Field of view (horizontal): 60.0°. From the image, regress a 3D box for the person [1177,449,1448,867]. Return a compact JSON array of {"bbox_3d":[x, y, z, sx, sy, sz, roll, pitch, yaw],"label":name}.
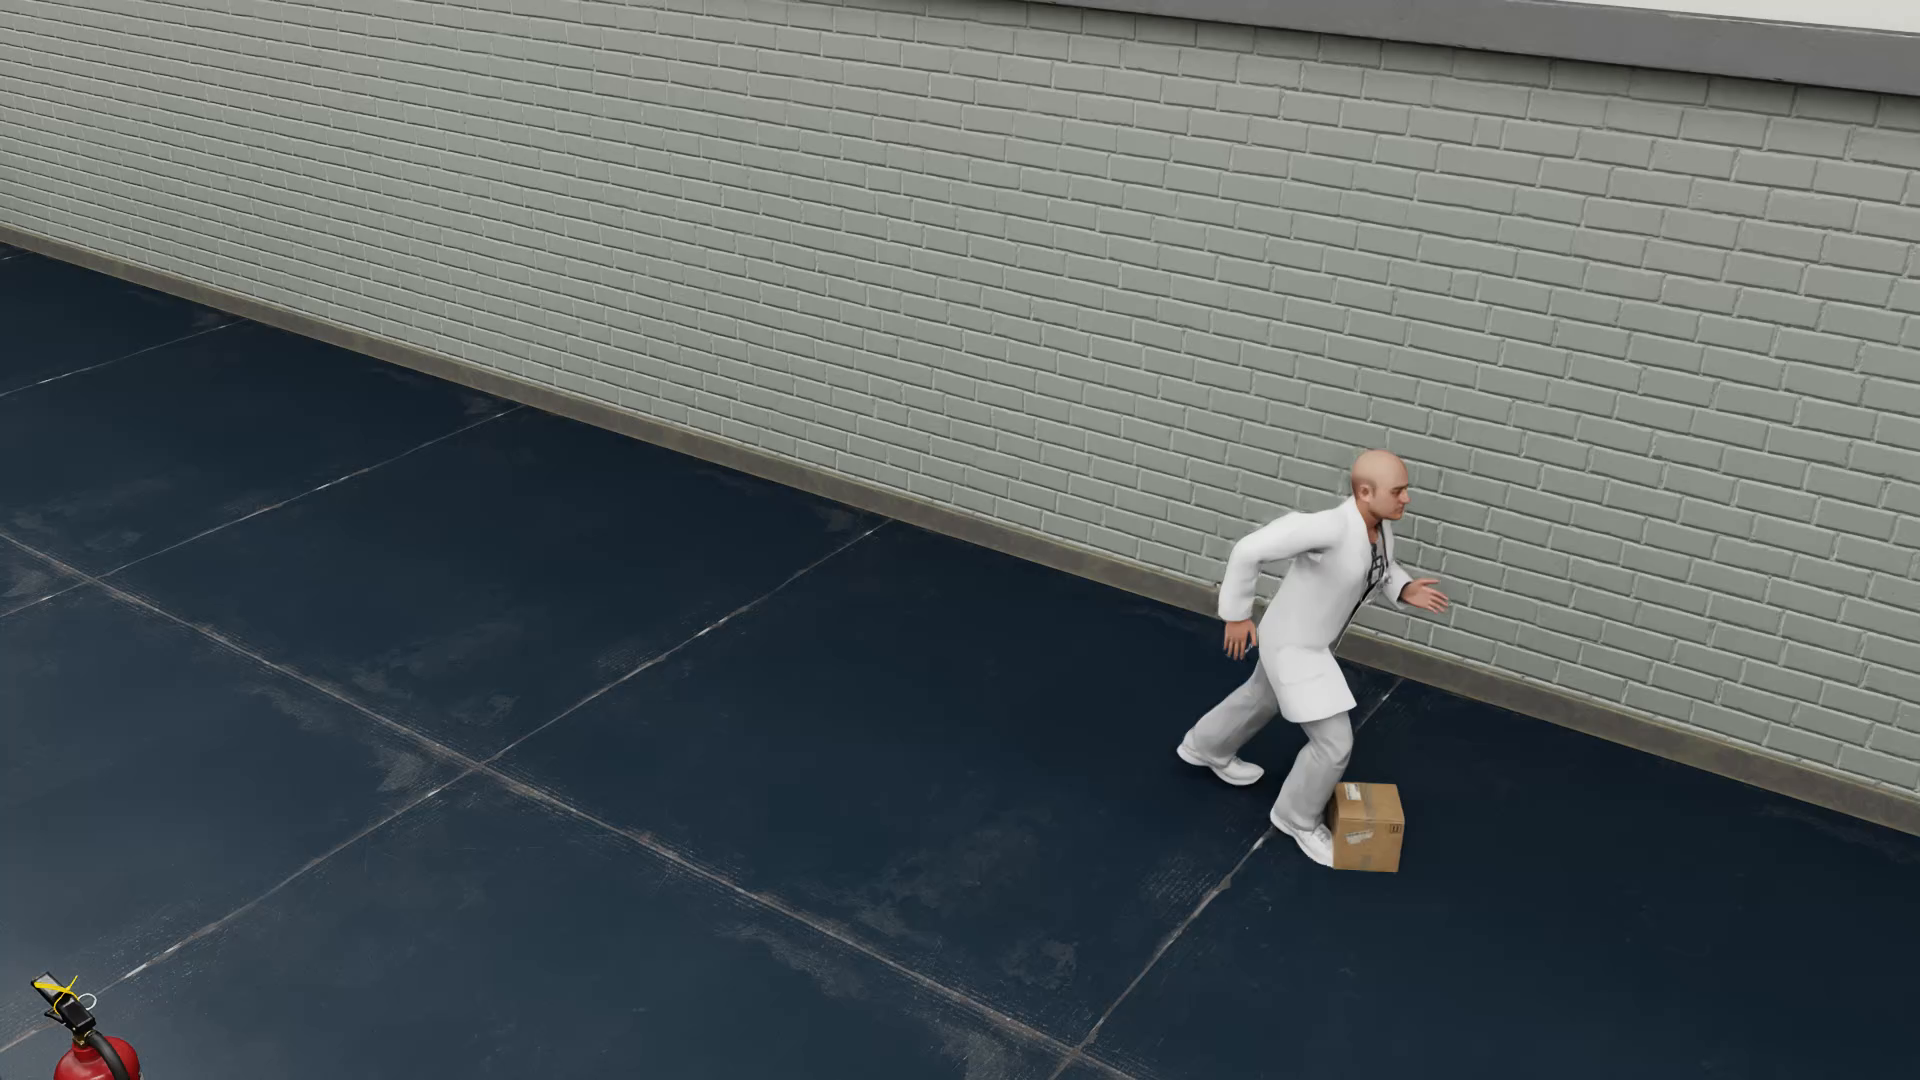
[{"bbox_3d":[1.305,0.405,6.400,1.046,1.720,0.693,15,30,27],"label":"person"}]
